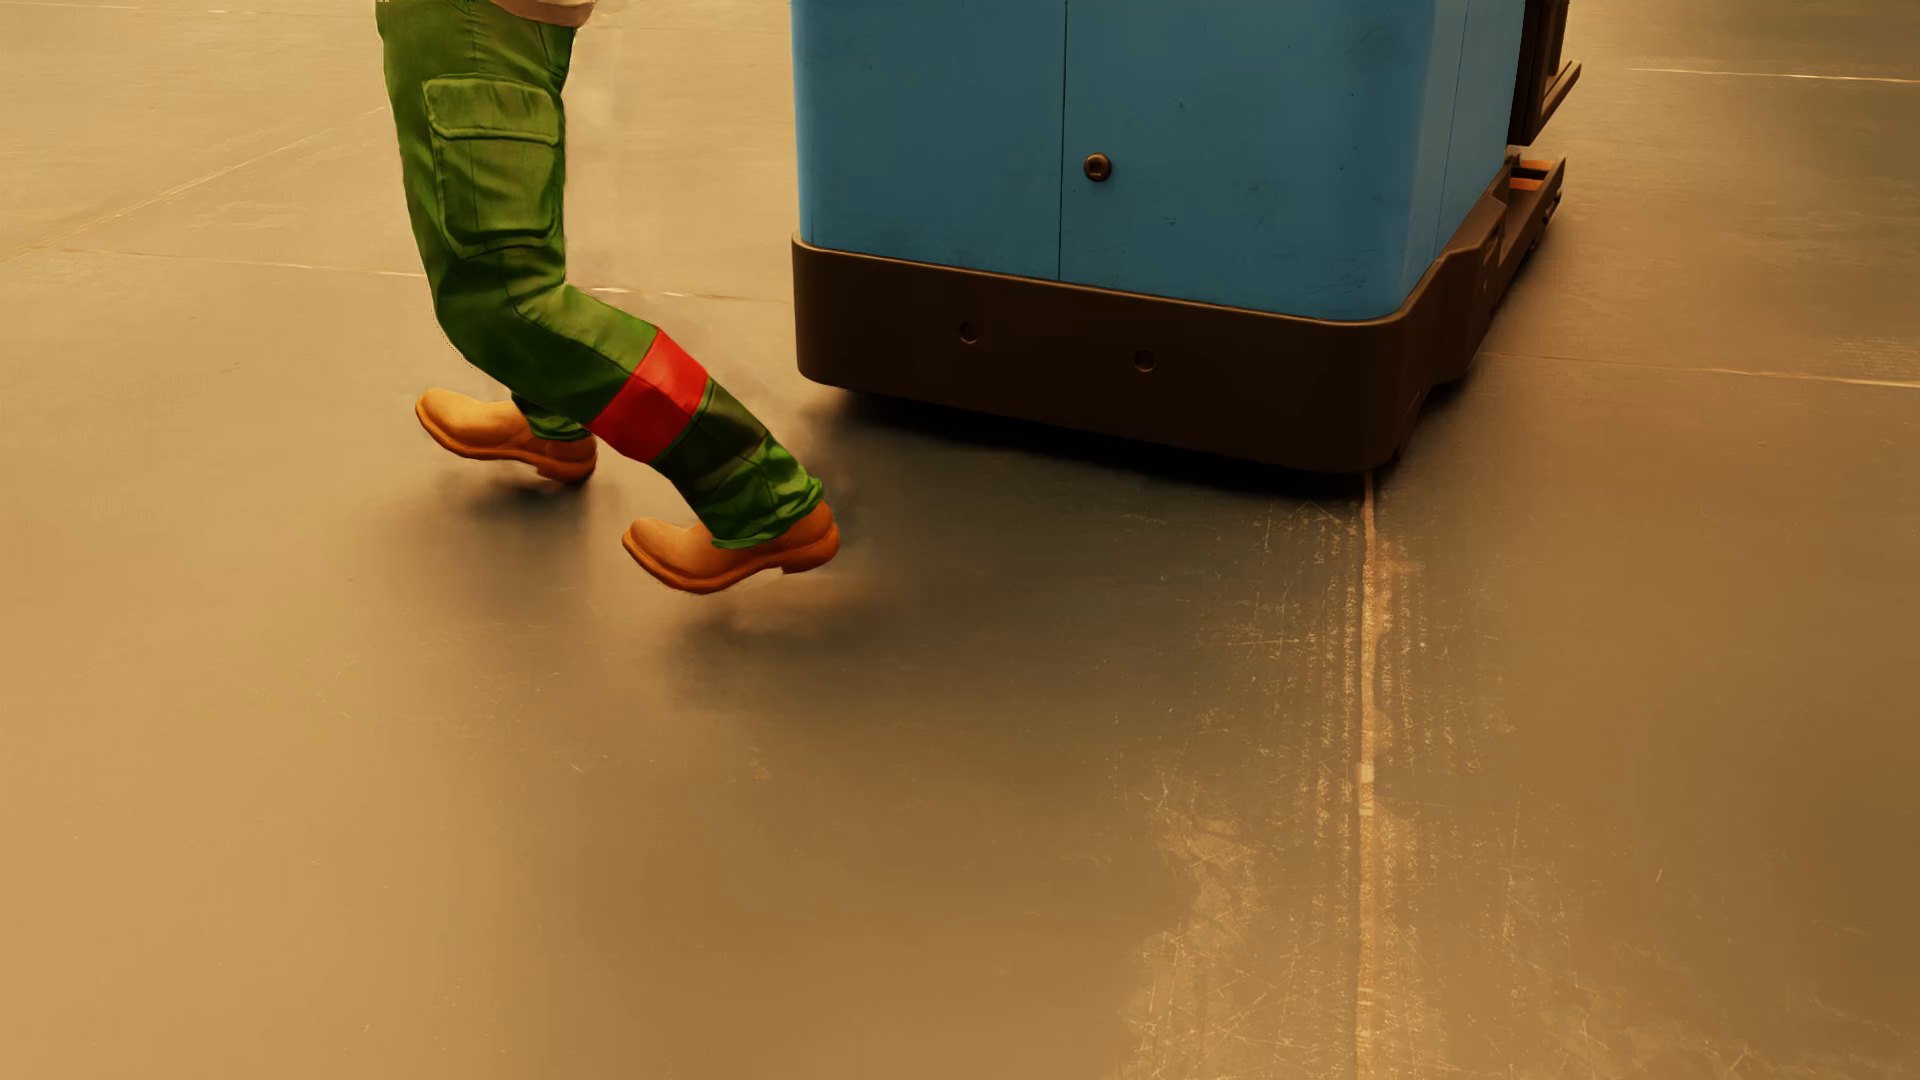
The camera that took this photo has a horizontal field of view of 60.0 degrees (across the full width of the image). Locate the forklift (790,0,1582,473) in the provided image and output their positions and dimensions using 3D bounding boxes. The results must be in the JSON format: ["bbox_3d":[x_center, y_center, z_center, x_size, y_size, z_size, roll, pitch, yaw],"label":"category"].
[{"bbox_3d":[0.796,-2.047,3.304,1.130,2.935,3.031,12,29,22],"label":"forklift"}]

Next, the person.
[{"bbox_3d":[-0.602,-0.783,2.244,0.863,1.614,0.861,-1,27,-1],"label":"person"}]
